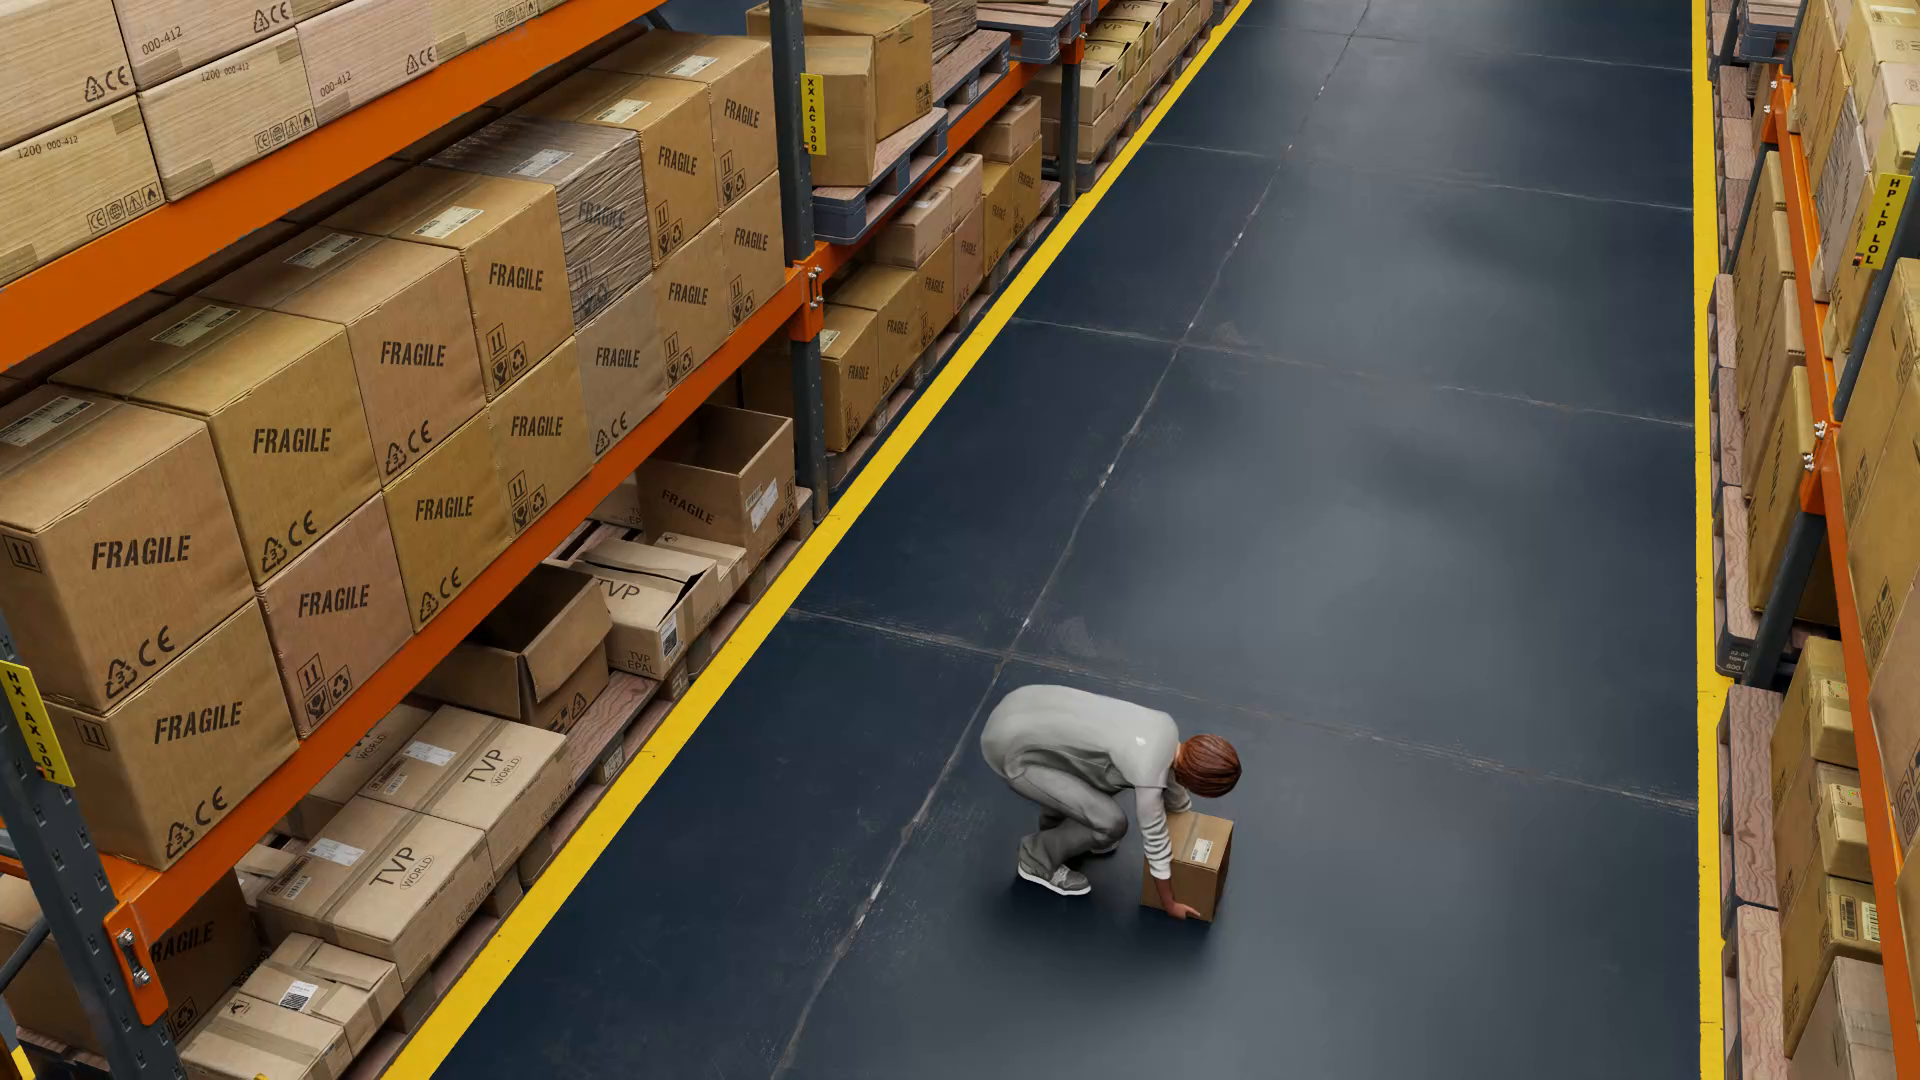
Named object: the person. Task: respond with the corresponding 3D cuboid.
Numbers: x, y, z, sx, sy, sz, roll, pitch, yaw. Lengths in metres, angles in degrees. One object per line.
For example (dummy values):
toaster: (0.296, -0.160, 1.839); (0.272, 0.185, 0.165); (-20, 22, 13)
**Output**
person: (0.499, 0.848, 5.641); (0.869, 0.790, 0.424); (10, 35, 15)
